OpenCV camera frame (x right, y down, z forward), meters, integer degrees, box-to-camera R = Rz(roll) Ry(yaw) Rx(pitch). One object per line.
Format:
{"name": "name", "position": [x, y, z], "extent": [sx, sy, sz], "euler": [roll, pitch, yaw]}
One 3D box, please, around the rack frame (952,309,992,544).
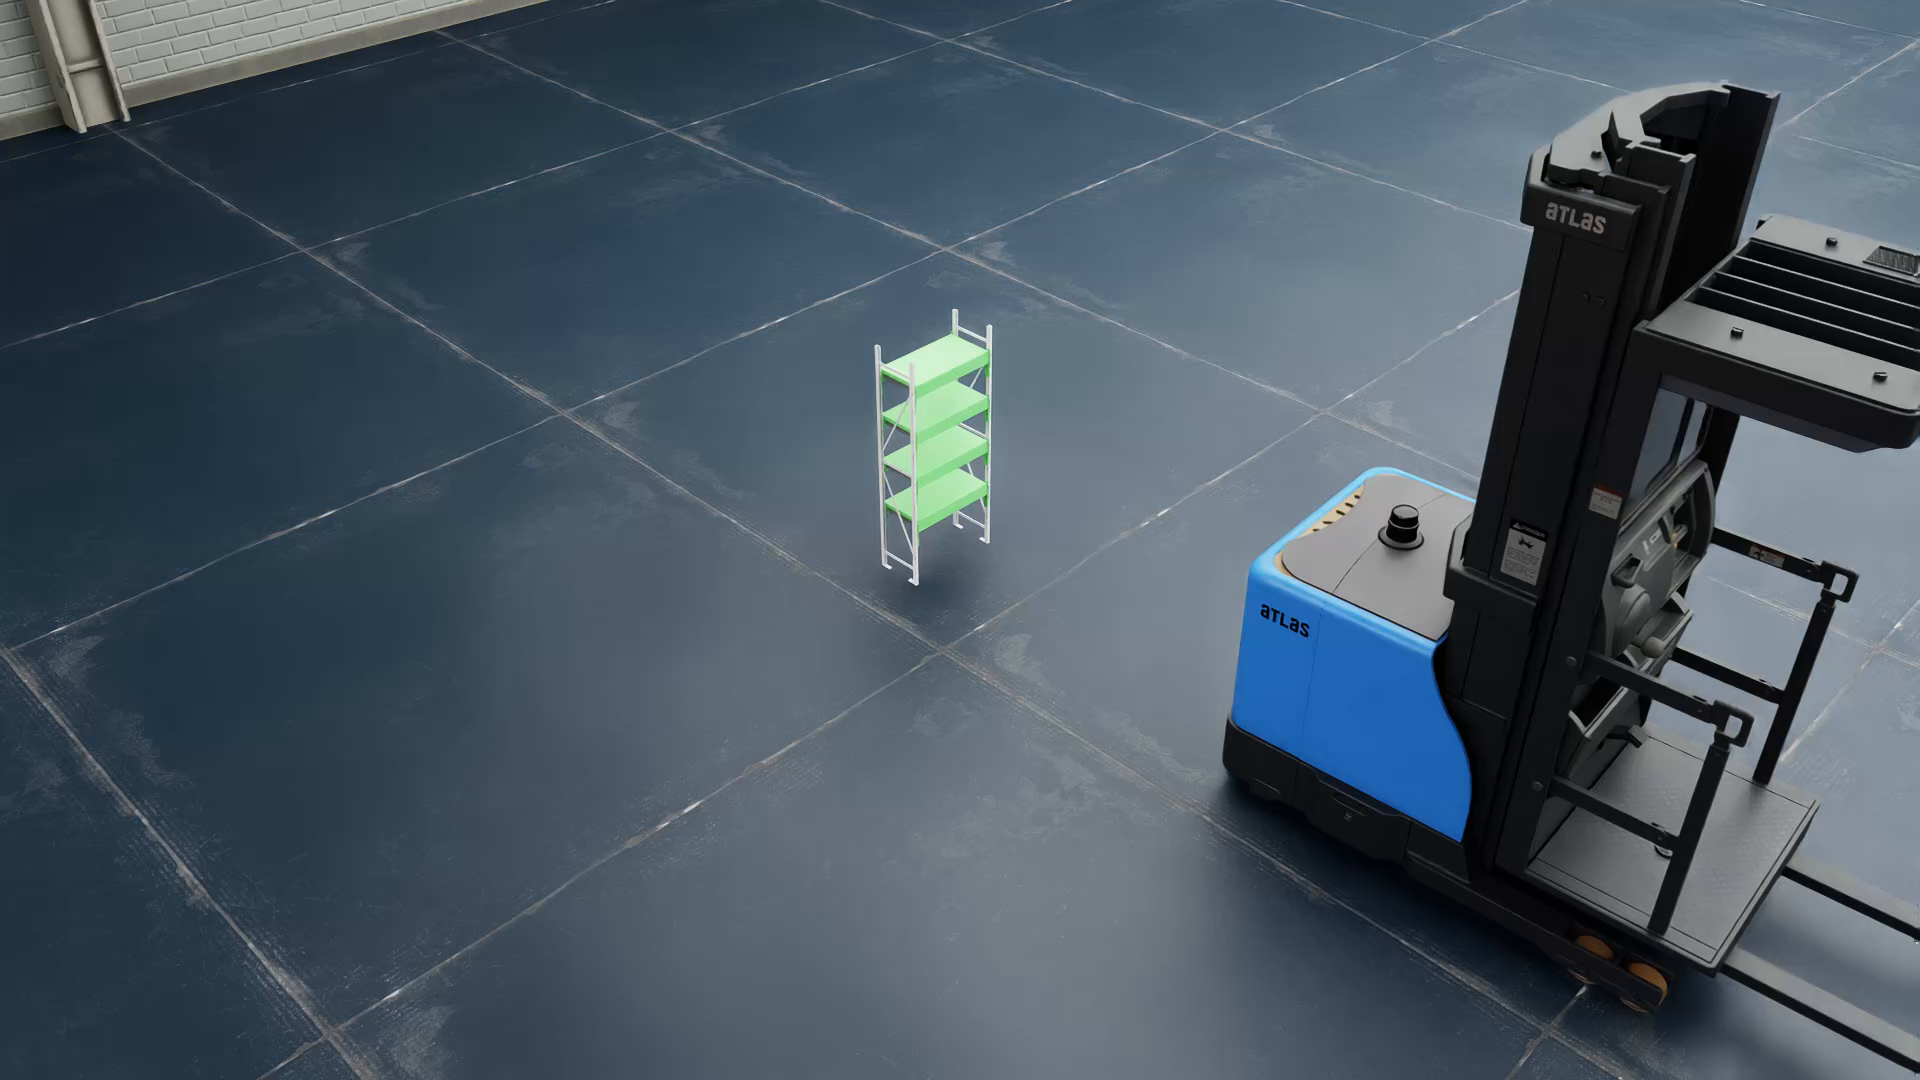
{"name": "rack frame", "position": [0.055, -0.524, 7.952], "extent": [0.240, 1.200, 0.015], "euler": [30, 45, 35]}

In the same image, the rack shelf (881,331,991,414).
{"name": "rack shelf", "position": [-0.117, -0.766, 7.572], "extent": [0.258, 0.148, 0.480], "euler": [30, 45, 35]}

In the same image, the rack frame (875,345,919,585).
{"name": "rack frame", "position": [-0.289, -0.326, 7.668], "extent": [0.240, 1.200, 0.015], "euler": [30, 45, 35]}

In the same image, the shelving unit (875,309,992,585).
{"name": "shelving unit", "position": [-0.117, -0.425, 7.810], "extent": [0.258, 1.200, 0.503], "euler": [30, 45, 35]}

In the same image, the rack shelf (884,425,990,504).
{"name": "rack shelf", "position": [-0.117, -0.373, 7.847], "extent": [0.258, 0.148, 0.480], "euler": [30, 45, 35]}

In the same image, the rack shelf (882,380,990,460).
{"name": "rack shelf", "position": [-0.117, -0.569, 7.710], "extent": [0.258, 0.148, 0.480], "euler": [30, 45, 35]}

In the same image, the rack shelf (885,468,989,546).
{"name": "rack shelf", "position": [-0.117, -0.176, 7.984], "extent": [0.258, 0.148, 0.480], "euler": [30, 45, 35]}

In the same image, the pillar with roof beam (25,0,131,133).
{"name": "pillar with roof beam", "position": [-3.641, -5.205, 7.847], "extent": [9.100, 9.000, 0.400], "euler": [30, 45, 35]}

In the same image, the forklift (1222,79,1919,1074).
{"name": "forklift", "position": [2.518, 0.117, 5.520], "extent": [3.031, 2.935, 1.130], "euler": [27, 43, 33]}
